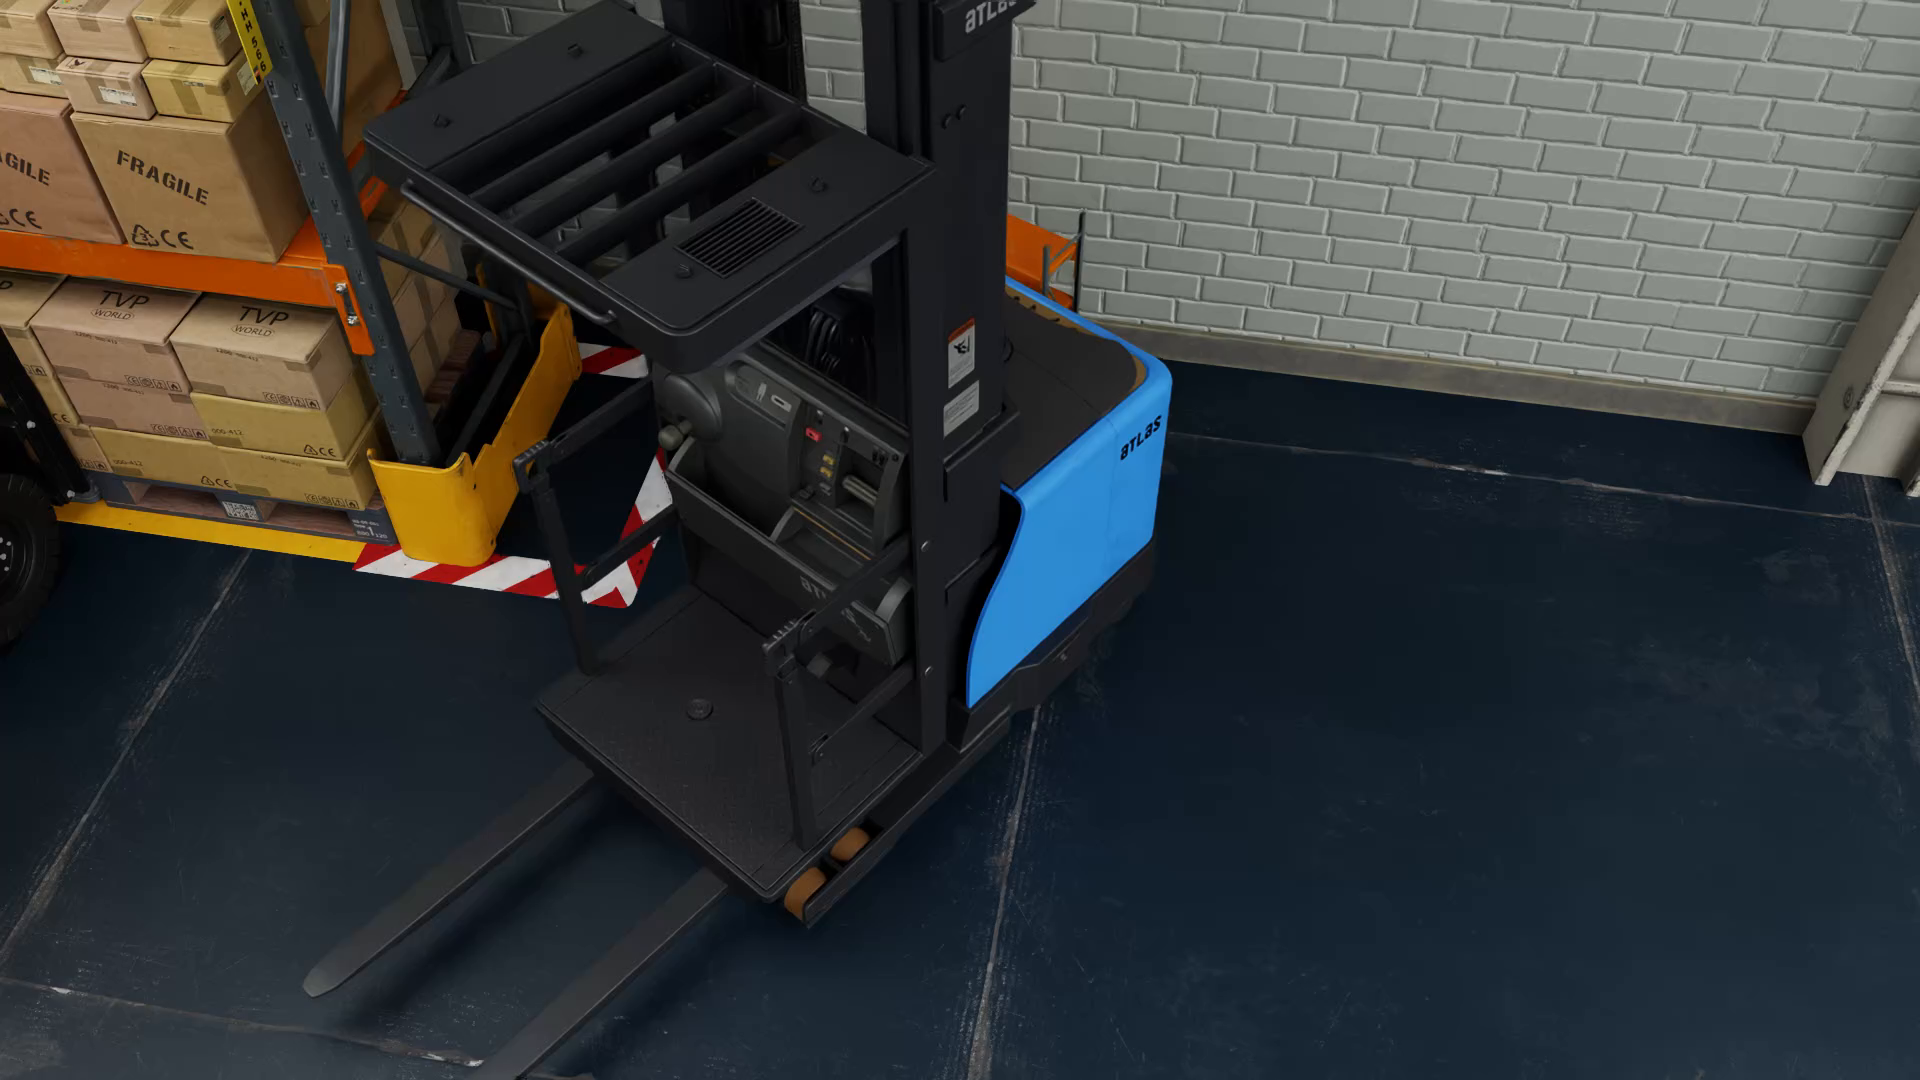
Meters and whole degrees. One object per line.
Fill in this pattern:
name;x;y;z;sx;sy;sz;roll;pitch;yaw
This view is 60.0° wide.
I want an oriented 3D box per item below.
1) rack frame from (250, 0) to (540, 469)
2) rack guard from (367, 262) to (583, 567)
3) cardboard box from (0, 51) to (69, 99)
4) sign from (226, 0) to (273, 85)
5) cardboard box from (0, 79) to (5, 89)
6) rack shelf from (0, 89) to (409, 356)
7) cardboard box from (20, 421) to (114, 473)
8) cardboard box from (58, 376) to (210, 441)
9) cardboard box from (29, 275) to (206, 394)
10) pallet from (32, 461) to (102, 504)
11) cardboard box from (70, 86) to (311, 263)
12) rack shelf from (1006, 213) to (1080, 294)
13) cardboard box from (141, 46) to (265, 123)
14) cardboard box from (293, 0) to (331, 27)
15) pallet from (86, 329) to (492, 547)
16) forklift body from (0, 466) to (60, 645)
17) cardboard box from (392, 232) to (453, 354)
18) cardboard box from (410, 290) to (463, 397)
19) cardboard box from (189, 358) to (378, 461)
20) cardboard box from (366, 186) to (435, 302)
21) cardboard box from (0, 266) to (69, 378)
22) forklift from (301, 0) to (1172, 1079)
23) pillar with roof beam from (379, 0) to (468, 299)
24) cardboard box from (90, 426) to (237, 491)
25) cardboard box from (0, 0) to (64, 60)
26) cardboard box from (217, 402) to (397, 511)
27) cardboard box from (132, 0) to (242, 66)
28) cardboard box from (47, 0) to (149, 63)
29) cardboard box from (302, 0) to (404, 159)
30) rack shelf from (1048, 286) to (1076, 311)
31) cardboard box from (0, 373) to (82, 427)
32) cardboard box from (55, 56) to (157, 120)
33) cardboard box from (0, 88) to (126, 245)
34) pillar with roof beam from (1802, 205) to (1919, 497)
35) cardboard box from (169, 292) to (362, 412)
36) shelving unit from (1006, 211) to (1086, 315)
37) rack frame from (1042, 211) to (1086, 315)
rack frame;-1.849;-1.348;5.445;0.127;3.000;1.000;8;49;7
rack guard;-1.825;-0.510;6.372;0.348;0.500;1.175;8;49;7
cardboard box;-2.741;-1.531;5.105;0.250;0.149;0.380;8;49;8
sign;-1.959;-1.419;4.571;0.005;0.325;0.100;8;49;7
cardboard box;-2.983;-1.572;5.142;0.250;0.149;0.380;7;48;7
rack shelf;-3.817;-1.372;5.950;4.000;0.370;1.077;8;49;7
cardboard box;-3.346;-0.546;6.290;0.500;0.250;0.500;8;49;7
cardboard box;-2.875;-0.647;6.045;0.500;0.250;0.500;7;48;6
cardboard box;-2.861;-0.800;5.846;0.500;0.250;0.500;8;49;8
pallet;-3.806;-0.650;6.692;1.213;0.211;1.003;8;49;7
cardboard box;-2.380;-1.255;5.294;0.500;0.500;0.500;7;48;6
rack shelf;0.153;-1.007;5.820;0.480;0.148;0.258;28;54;23
cardboard box;-2.240;-1.439;5.023;0.250;0.149;0.380;8;49;7
cardboard box;-2.137;-1.833;5.377;0.250;0.149;0.380;7;48;6
pallet;-2.609;-0.487;6.546;1.213;0.211;1.003;8;49;7
forklift body;-4.040;0.020;4.786;1.214;2.155;2.313;8;49;7
cardboard box;-2.275;-0.951;6.318;0.500;0.250;0.500;8;49;8
cardboard box;-2.298;-0.778;6.499;0.500;0.250;0.500;8;49;7
cardboard box;-2.384;-0.572;5.978;0.500;0.250;0.500;7;48;6
cardboard box;-2.288;-1.106;6.121;0.500;0.250;0.500;7;48;6
cardboard box;-3.360;-0.859;5.899;0.500;0.250;0.500;8;49;7
forklift;-0.653;-0.226;4.483;1.130;2.935;3.031;33;56;26
pillar with roof beam;-3.140;-0.954;1.058;0.400;9.000;9.100;8;49;7
cardboard box;-2.855;-0.473;6.225;0.500;0.250;0.500;8;49;7
cardboard box;-2.750;-1.616;4.982;0.250;0.149;0.380;9;49;8
cardboard box;-2.368;-0.401;6.160;0.500;0.250;0.500;8;49;7
cardboard box;-2.239;-1.591;4.960;0.250;0.149;0.380;8;49;7
cardboard box;-2.487;-1.601;4.969;0.250;0.149;0.380;8;49;7
cardboard box;-2.287;-1.651;5.649;0.500;0.500;0.500;9;49;8
rack shelf;0.153;-0.849;5.996;0.480;0.148;0.258;28;54;23
cardboard box;-3.387;-0.700;6.092;0.500;0.250;0.500;7;48;6
cardboard box;-2.497;-1.451;5.034;0.250;0.149;0.380;8;49;7
cardboard box;-2.889;-1.330;5.361;0.500;0.500;0.500;9;49;8
pillar with roof beam;2.765;-0.160;0.344;0.400;9.000;9.100;8;49;7
cardboard box;-2.358;-0.737;5.789;0.500;0.250;0.500;9;49;8
shelving unit;0.153;-0.744;6.112;0.503;1.200;0.258;28;54;23
rack frame;0.351;-0.639;6.017;0.015;1.200;0.240;28;54;23
